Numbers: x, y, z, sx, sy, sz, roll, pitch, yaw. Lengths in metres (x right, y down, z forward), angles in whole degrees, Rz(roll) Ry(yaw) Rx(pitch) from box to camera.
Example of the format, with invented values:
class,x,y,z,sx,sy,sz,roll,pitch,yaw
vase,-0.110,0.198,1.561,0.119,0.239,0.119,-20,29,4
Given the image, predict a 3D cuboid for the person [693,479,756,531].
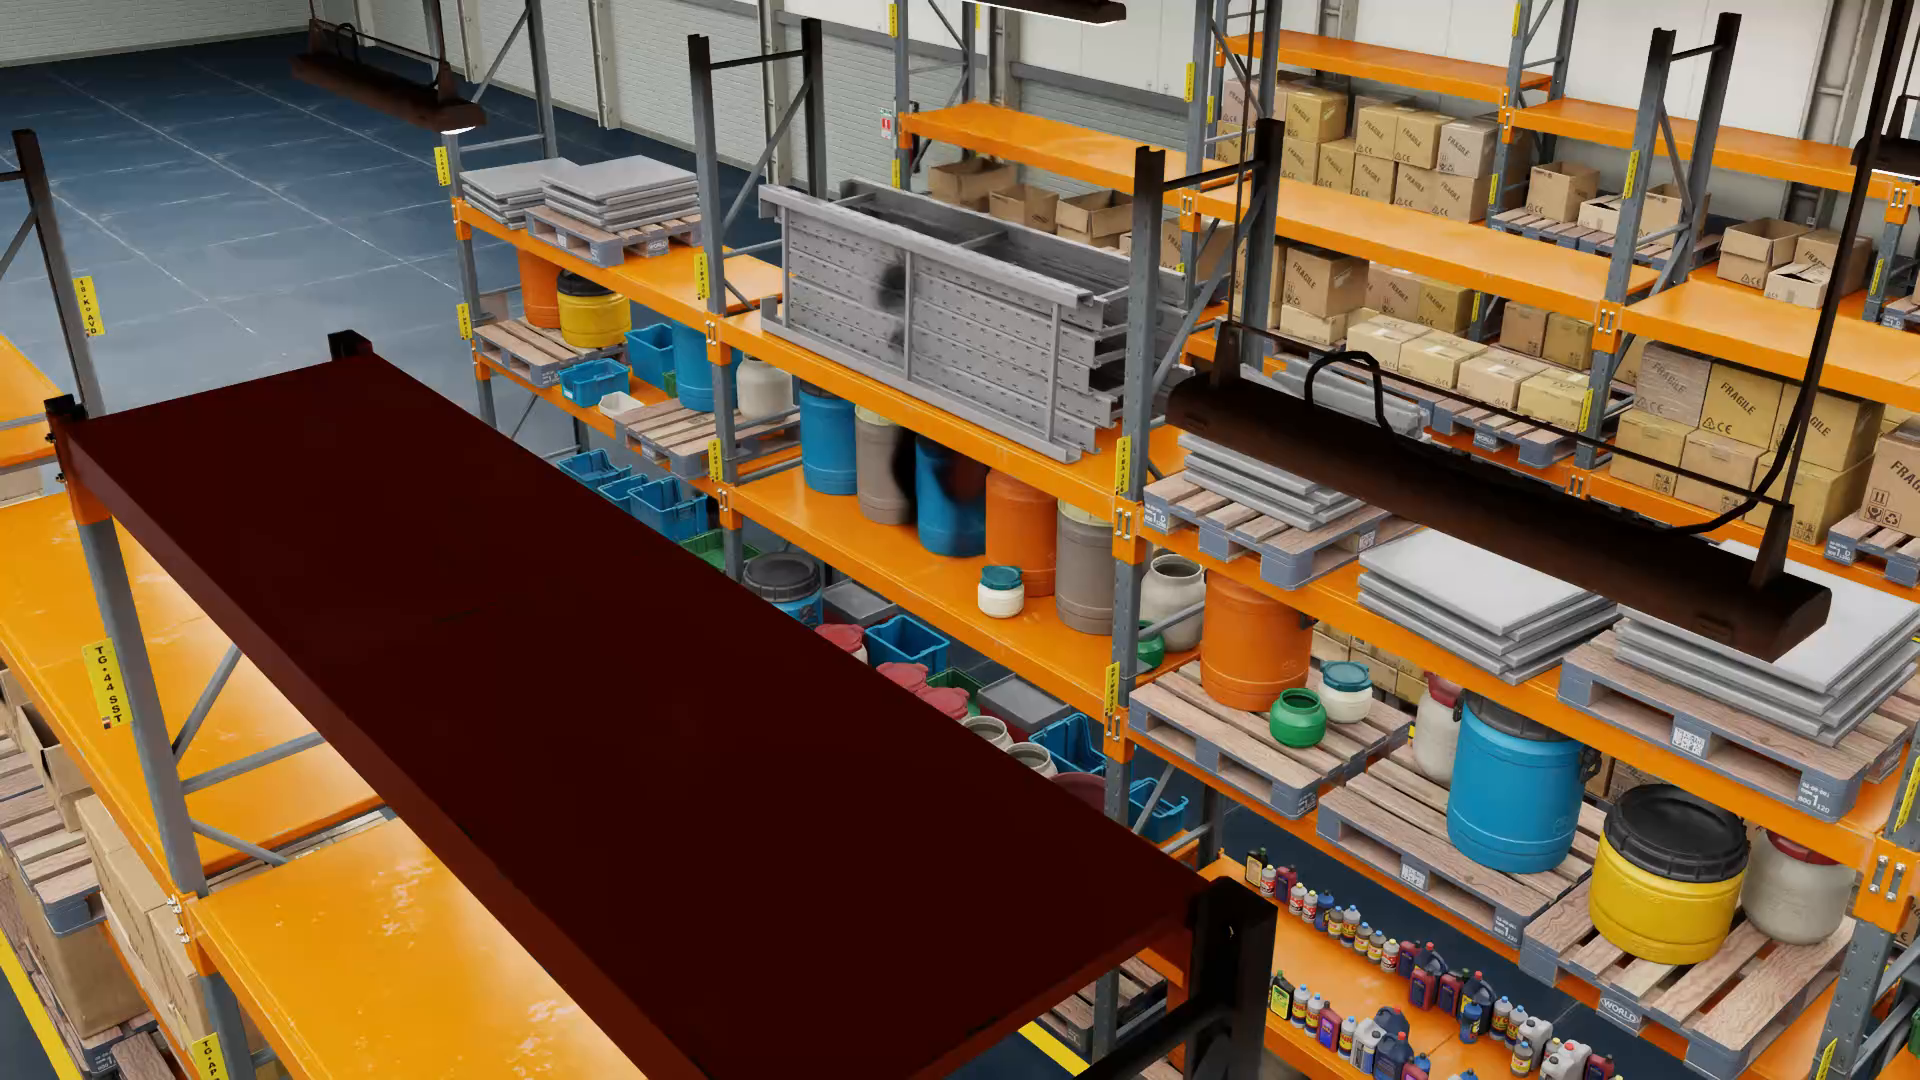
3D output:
class,x,y,z,sx,sy,sz,roll,pitch,yaw
person,-2.368,-0.329,16.323,0.642,1.699,0.644,16,31,28
